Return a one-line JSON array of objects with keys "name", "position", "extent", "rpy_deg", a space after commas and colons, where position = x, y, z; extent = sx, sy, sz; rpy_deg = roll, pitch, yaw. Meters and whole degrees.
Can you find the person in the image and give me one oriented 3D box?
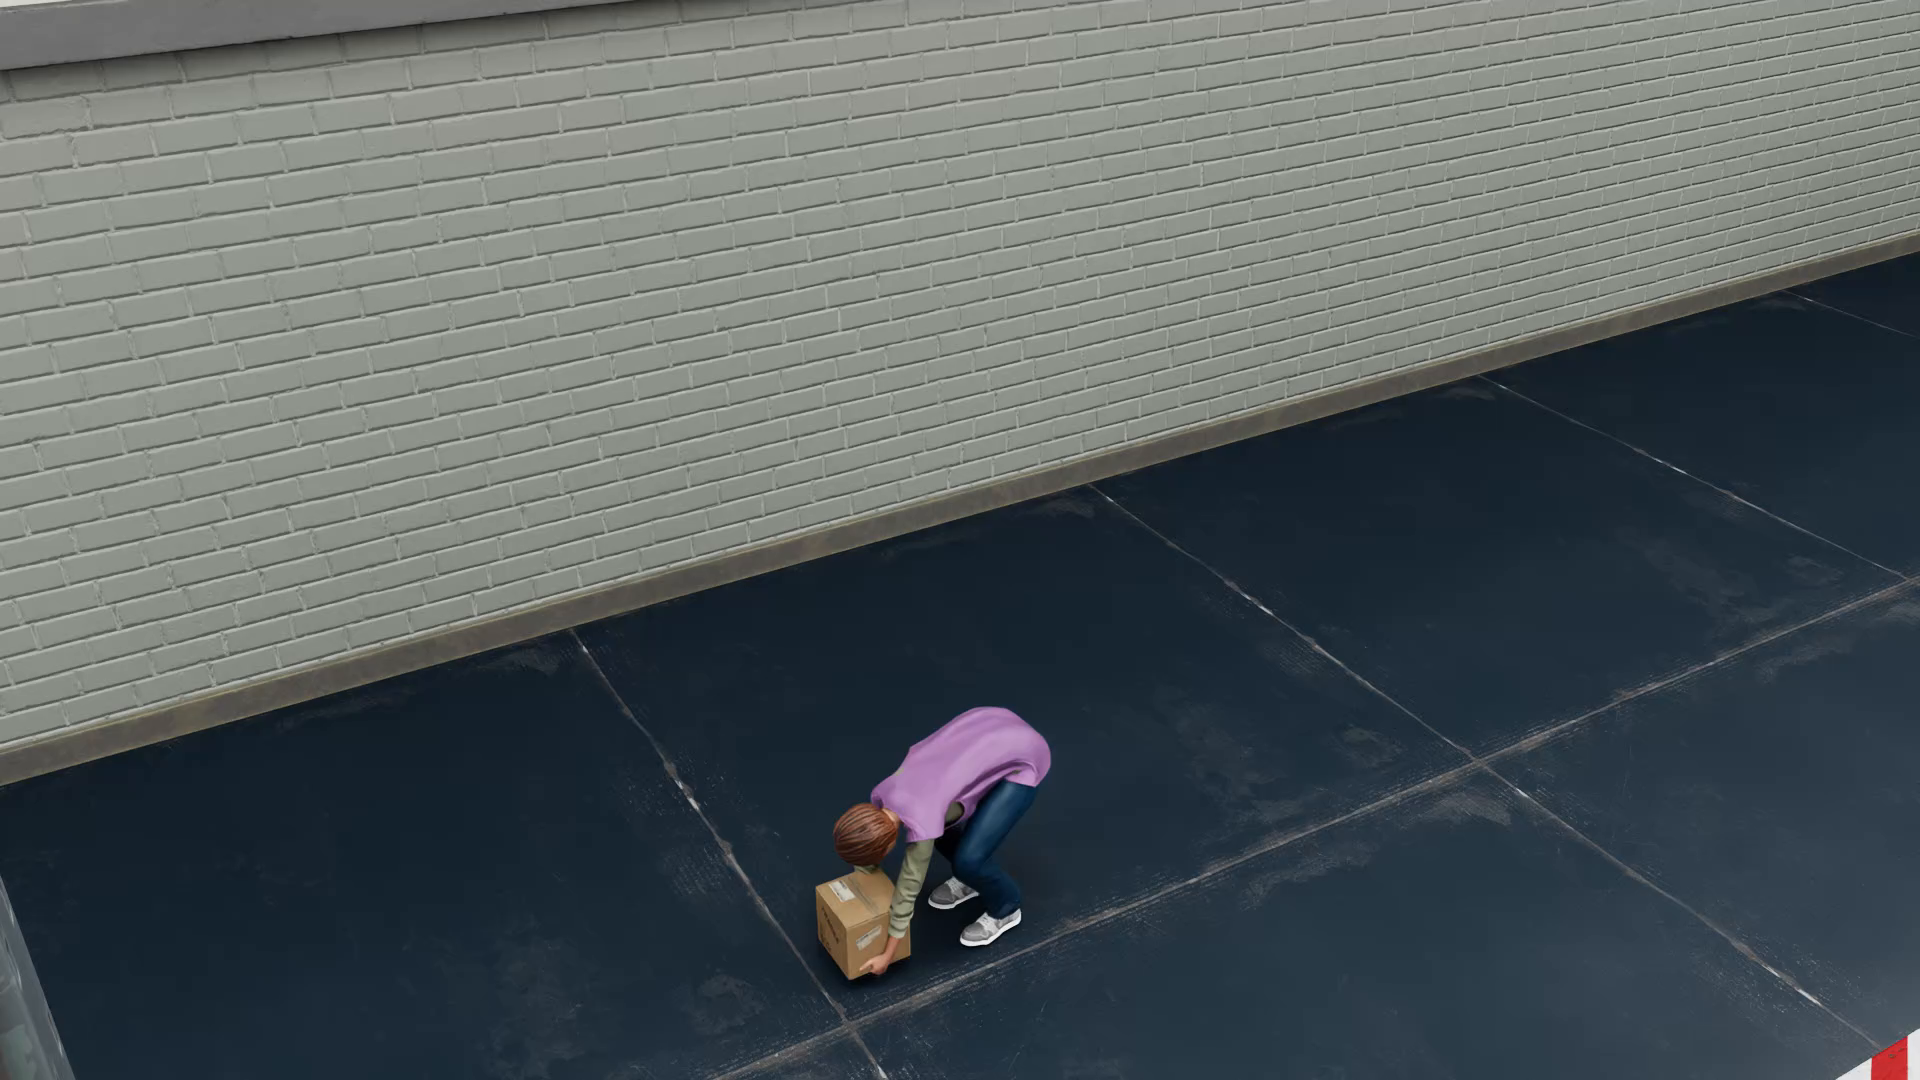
[{"name": "person", "position": [-0.064, 1.070, 5.976], "extent": [0.853, 0.873, 0.425], "rpy_deg": [-18, 34, -28]}]
